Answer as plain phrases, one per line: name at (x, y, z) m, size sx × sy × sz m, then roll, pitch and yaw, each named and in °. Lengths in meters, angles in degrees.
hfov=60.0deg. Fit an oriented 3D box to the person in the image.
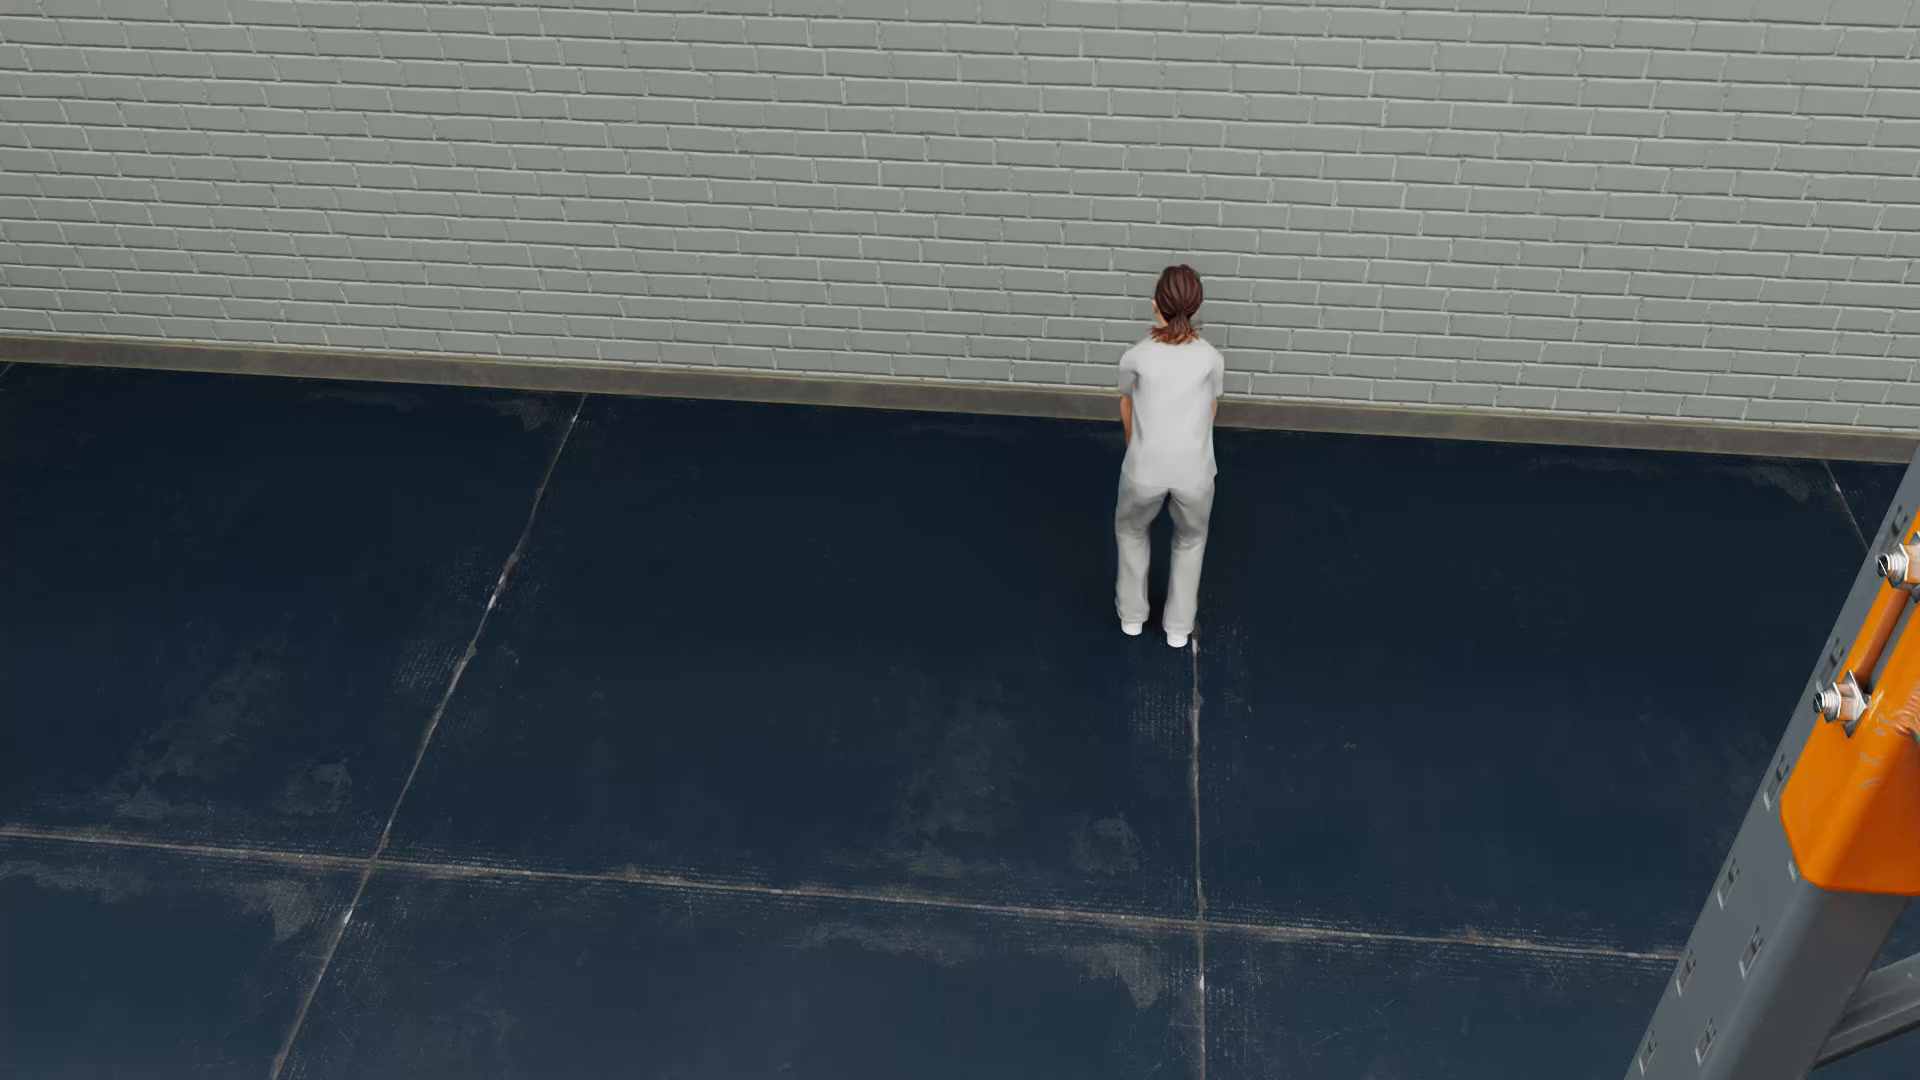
person at (0.806, -0.317, 6.573) m, size 0.408 × 1.629 × 0.539 m, roll 3°, pitch 40°, yaw 3°
